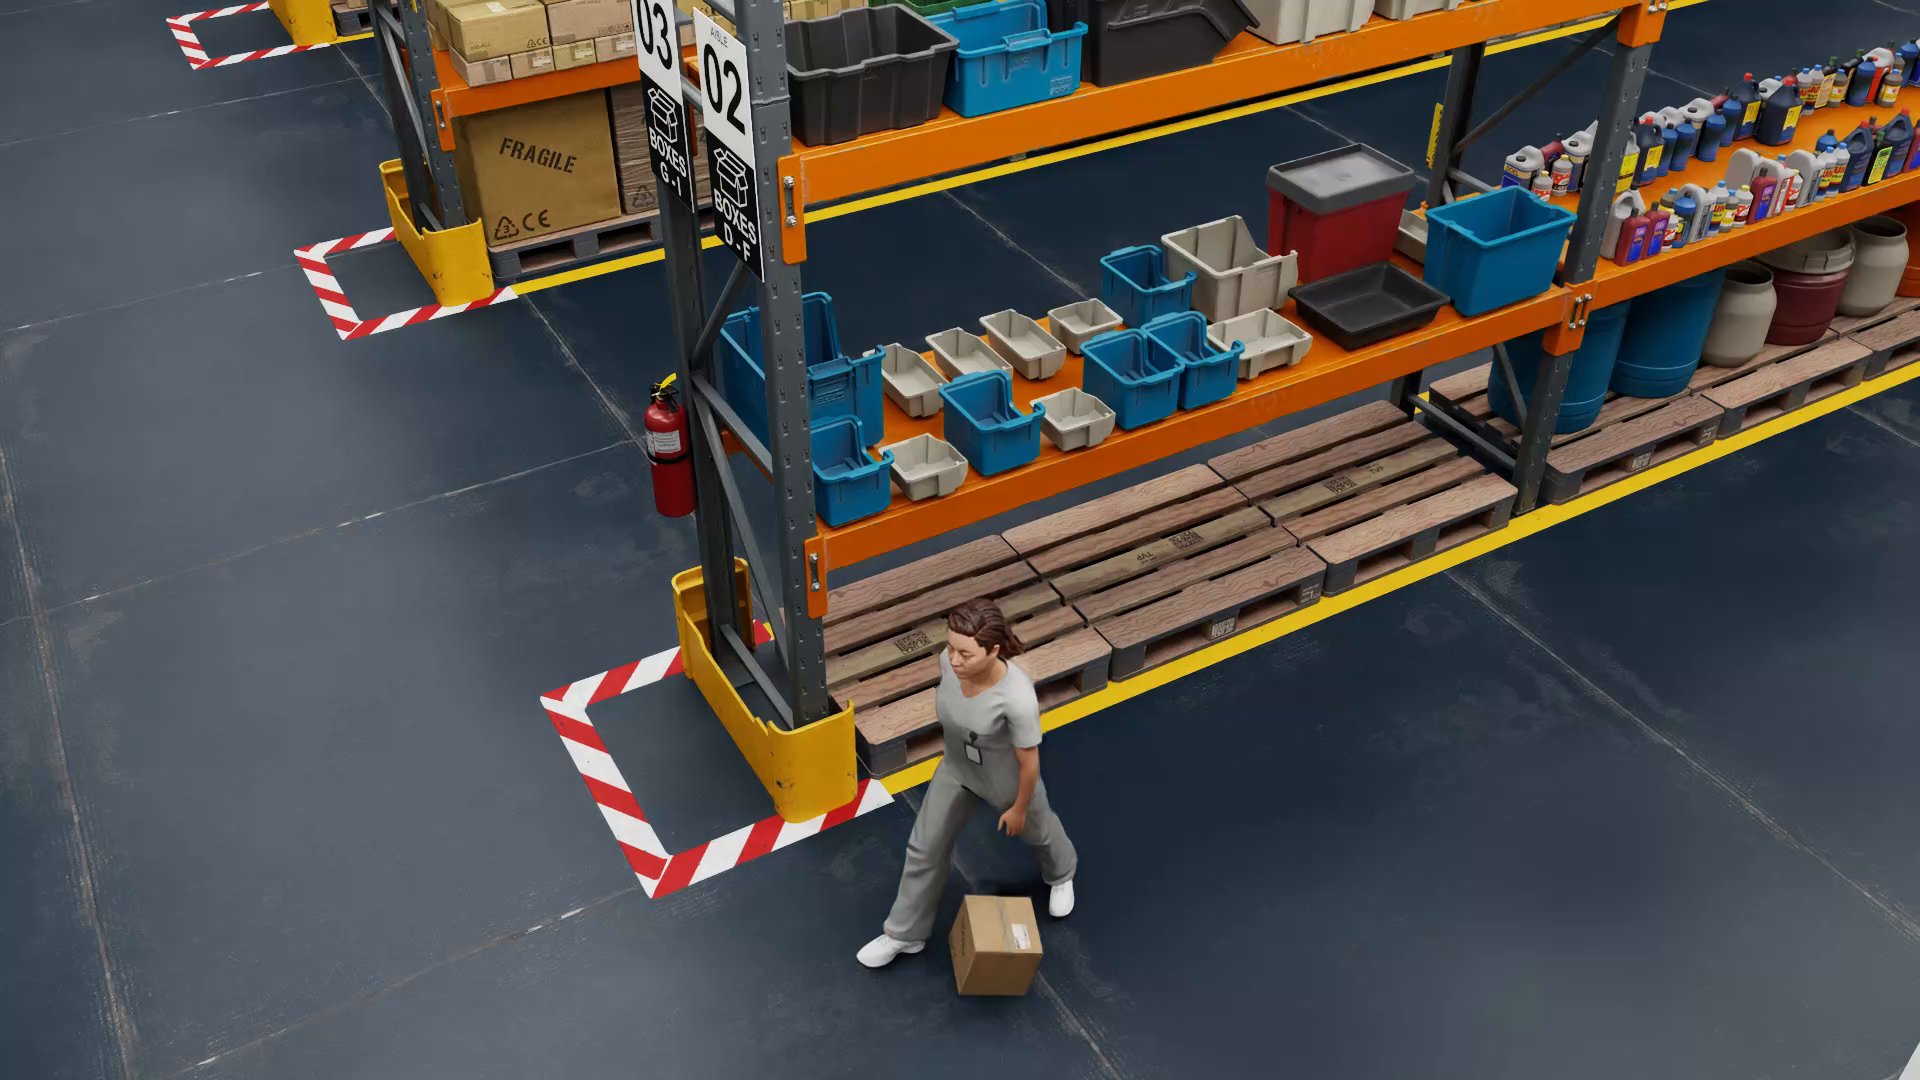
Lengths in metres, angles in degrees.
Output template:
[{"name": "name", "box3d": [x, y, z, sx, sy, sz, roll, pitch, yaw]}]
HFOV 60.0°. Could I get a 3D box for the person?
[{"name": "person", "box3d": [0.085, 0.838, 5.841, 0.483, 1.622, 0.942, 28, 45, 32]}]
